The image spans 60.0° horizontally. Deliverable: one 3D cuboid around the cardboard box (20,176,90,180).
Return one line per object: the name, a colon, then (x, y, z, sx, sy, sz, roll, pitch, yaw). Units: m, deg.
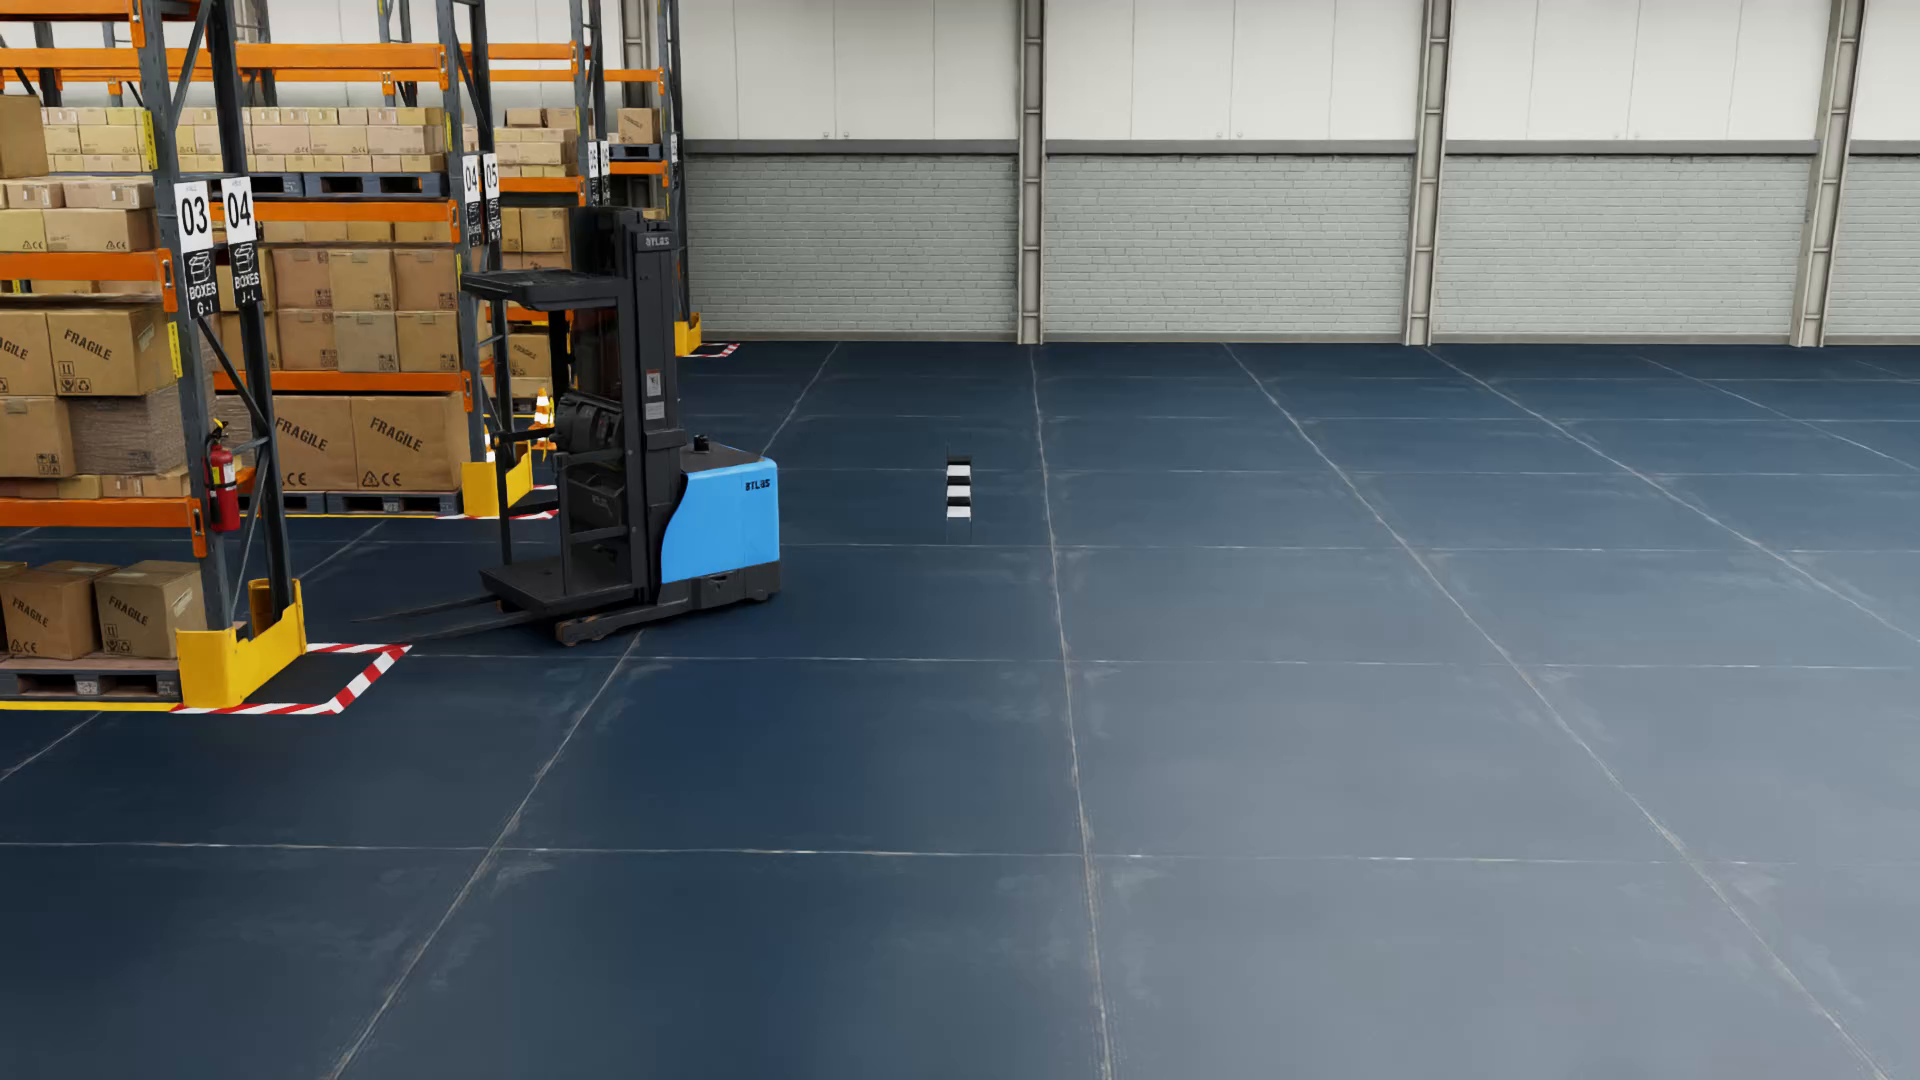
cardboard box: (-5.654, -2.199, 10.425, 0.250, 0.149, 0.380, 1, 15, 4)

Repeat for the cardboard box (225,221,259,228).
cardboard box: (-8.809, -3.906, 20.391, 0.250, 0.149, 0.380, 0, 15, 1)

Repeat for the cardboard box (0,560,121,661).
cardboard box: (-5.824, 0.452, 10.825, 0.500, 0.500, 0.500, 4, 15, 16)

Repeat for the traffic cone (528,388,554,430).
traffic cone: (-4.812, -1.525, 19.213, 0.334, 0.463, 0.336, 0, 15, 1)

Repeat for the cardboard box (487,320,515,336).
cardboard box: (-5.525, -2.552, 19.957, 0.250, 0.149, 0.380, 1, 15, 3)

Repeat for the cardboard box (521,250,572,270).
cardboard box: (-4.899, -3.203, 19.822, 0.500, 0.500, 0.500, 0, 15, 0)

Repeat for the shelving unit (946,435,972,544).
shelving unit: (-0.008, -0.435, 14.225, 0.210, 0.900, 0.258, 0, 15, 1)

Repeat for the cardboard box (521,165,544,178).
cardboard box: (-4.962, -4.331, 19.488, 0.250, 0.149, 0.380, 0, 15, 2)

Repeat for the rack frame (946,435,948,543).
rack frame: (-0.110, -0.436, 14.228, 0.006, 0.900, 0.240, 0, 15, 1)

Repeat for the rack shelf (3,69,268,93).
rack shelf: (-10.347, -5.476, 19.652, 4.000, 0.370, 1.077, 0, 15, 1)

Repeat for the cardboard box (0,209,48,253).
cardboard box: (-5.590, -1.869, 9.959, 0.500, 0.250, 0.500, 0, 15, 2)

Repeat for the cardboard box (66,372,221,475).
cardboard box: (-5.151, -0.753, 10.536, 0.500, 0.500, 0.875, 0, 15, 1)

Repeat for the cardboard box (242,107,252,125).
cardboard box: (-6.245, -3.706, 14.538, 0.250, 0.149, 0.380, 0, 15, 2)

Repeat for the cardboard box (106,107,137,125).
cardboard box: (-7.256, -3.713, 14.564, 0.250, 0.149, 0.380, 0, 15, 1)

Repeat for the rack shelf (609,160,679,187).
rack shelf: (-6.225, -5.459, 24.682, 4.000, 0.370, 1.077, 0, 15, 1)

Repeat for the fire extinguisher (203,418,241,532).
fire extinguisher: (-4.499, -0.395, 10.108, 0.183, 0.674, 0.296, 0, 15, 1)

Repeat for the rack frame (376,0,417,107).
rack frame: (-8.225, -7.270, 24.257, 0.127, 3.000, 1.000, 0, 15, 1)

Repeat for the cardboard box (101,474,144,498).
cardboard box: (-5.142, -0.380, 10.393, 0.250, 0.149, 0.380, 0, 15, 1)

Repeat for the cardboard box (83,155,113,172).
cardboard box: (-7.510, -3.329, 14.671, 0.250, 0.149, 0.380, 0, 15, 1)

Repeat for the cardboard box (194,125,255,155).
cardboard box: (-6.377, -3.530, 14.652, 0.500, 0.250, 0.500, 1, 15, 2)

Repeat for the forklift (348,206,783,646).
forklift: (-2.812, -0.831, 11.746, 3.031, 2.935, 1.130, -12, 19, -38)

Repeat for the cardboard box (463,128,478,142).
cardboard box: (-5.704, -4.746, 19.498, 0.250, 0.149, 0.380, 0, 15, 1)

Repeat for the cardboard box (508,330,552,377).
cardboard box: (-5.157, -2.253, 20.095, 0.500, 0.500, 0.500, 0, 15, 2)

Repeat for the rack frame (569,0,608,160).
rack frame: (-4.349, -5.979, 19.361, 0.127, 3.000, 1.000, 0, 15, 1)

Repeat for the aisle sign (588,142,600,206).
aisle sign: (-4.294, -4.260, 19.512, 0.004, 0.787, 0.394, 0, 15, 1)

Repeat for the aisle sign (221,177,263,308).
aisle sign: (-4.532, -1.884, 10.504, 0.004, 0.787, 0.394, 0, 15, 1)

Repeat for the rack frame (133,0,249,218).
rack frame: (-4.602, -3.451, 9.782, 0.127, 3.000, 1.000, 0, 15, 1)

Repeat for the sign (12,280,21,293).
sign: (-8.377, -2.224, 14.775, 0.005, 0.325, 0.100, 0, 15, 1)

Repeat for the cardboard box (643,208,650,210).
cardboard box: (-4.820, -4.924, 25.072, 0.250, 0.149, 0.380, 1, 15, 3)

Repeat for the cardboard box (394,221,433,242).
cardboard box: (-6.379, -3.722, 19.829, 0.500, 0.500, 0.700, 0, 15, 1)

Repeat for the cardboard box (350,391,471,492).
cardboard box: (-5.054, -0.978, 15.509, 0.875, 0.875, 0.875, 0, 15, 2)

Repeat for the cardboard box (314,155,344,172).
cardboard box: (-5.477, -3.316, 14.622, 0.250, 0.149, 0.380, 1, 15, 2)

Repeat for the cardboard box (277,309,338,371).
cardboard box: (-5.853, -1.912, 15.413, 0.550, 0.550, 0.875, 0, 15, 1)

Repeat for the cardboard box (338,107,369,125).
cardboard box: (-5.226, -3.700, 14.514, 0.250, 0.149, 0.380, 1, 15, 2)

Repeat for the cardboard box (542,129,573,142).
cardboard box: (-4.695, -4.719, 19.396, 0.250, 0.149, 0.380, 1, 15, 2)

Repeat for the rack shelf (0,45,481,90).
rack shelf: (-6.374, -4.187, 14.766, 4.000, 0.370, 1.077, 0, 15, 1)

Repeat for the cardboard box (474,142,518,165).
cardboard box: (-5.370, -4.541, 19.503, 0.500, 0.250, 0.500, 0, 15, 1)

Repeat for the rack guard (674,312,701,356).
rack guard: (-4.202, -3.135, 25.242, 0.348, 0.500, 1.175, 0, 15, 1)

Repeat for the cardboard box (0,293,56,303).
cardboard box: (-6.144, -1.307, 10.676, 0.500, 0.500, 0.500, 0, 15, 1)

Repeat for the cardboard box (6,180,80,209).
cardboard box: (-5.421, -2.049, 9.858, 0.250, 0.149, 0.380, 0, 15, -1)

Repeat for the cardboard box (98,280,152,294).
cardboard box: (-7.452, -2.450, 15.337, 0.550, 0.550, 0.875, 0, 15, 1)

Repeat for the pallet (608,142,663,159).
pallet: (-4.932, -5.763, 24.595, 1.213, 0.211, 1.003, 0, 15, 1)

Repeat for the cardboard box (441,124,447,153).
cardboard box: (-4.850, -3.656, 15.131, 0.500, 0.250, 0.500, 0, 15, 1)

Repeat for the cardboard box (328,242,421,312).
cardboard box: (-5.296, -2.402, 15.153, 0.550, 0.550, 0.875, 0, 15, 1)

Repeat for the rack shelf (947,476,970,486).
rack shelf: (-0.008, -0.490, 14.211, 0.200, 0.077, 0.258, 0, 15, 1)

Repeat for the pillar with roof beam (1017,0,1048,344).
pillar with roof beam: (0.989, -6.342, 20.738, 0.400, 9.000, 9.100, 0, 15, 1)

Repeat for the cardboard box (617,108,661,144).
cardboard box: (-4.675, -6.035, 24.237, 0.500, 0.500, 0.500, 1, 15, 3)

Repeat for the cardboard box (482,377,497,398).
cardboard box: (-5.682, -1.893, 20.203, 0.500, 0.250, 0.500, 0, 15, 2)

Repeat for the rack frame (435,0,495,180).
rack frame: (-4.374, -4.716, 14.573, 0.127, 3.000, 1.000, 0, 15, 1)

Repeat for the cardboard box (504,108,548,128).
cardboard box: (-6.280, -6.082, 24.410, 0.637, 0.503, 0.797, 1, 15, 3)

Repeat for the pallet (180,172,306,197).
pallet: (-6.339, -3.232, 15.003, 1.213, 0.211, 1.003, 0, 15, 1)

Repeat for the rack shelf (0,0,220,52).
rack shelf: (-6.601, -3.115, 9.923, 4.000, 0.370, 1.077, 0, 15, 1)

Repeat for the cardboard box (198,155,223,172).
cardboard box: (-6.497, -3.322, 14.645, 0.250, 0.149, 0.380, 1, 15, 2)

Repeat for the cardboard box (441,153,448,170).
cardboard box: (-4.709, -3.479, 15.240, 0.250, 0.149, 0.380, 0, 15, 2)

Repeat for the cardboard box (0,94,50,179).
cardboard box: (-6.079, -2.513, 10.347, 0.500, 0.500, 0.500, 0, 15, 1)

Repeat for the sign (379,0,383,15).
sign: (-8.227, -7.622, 23.603, 0.005, 0.325, 0.100, 0, 15, 1)
